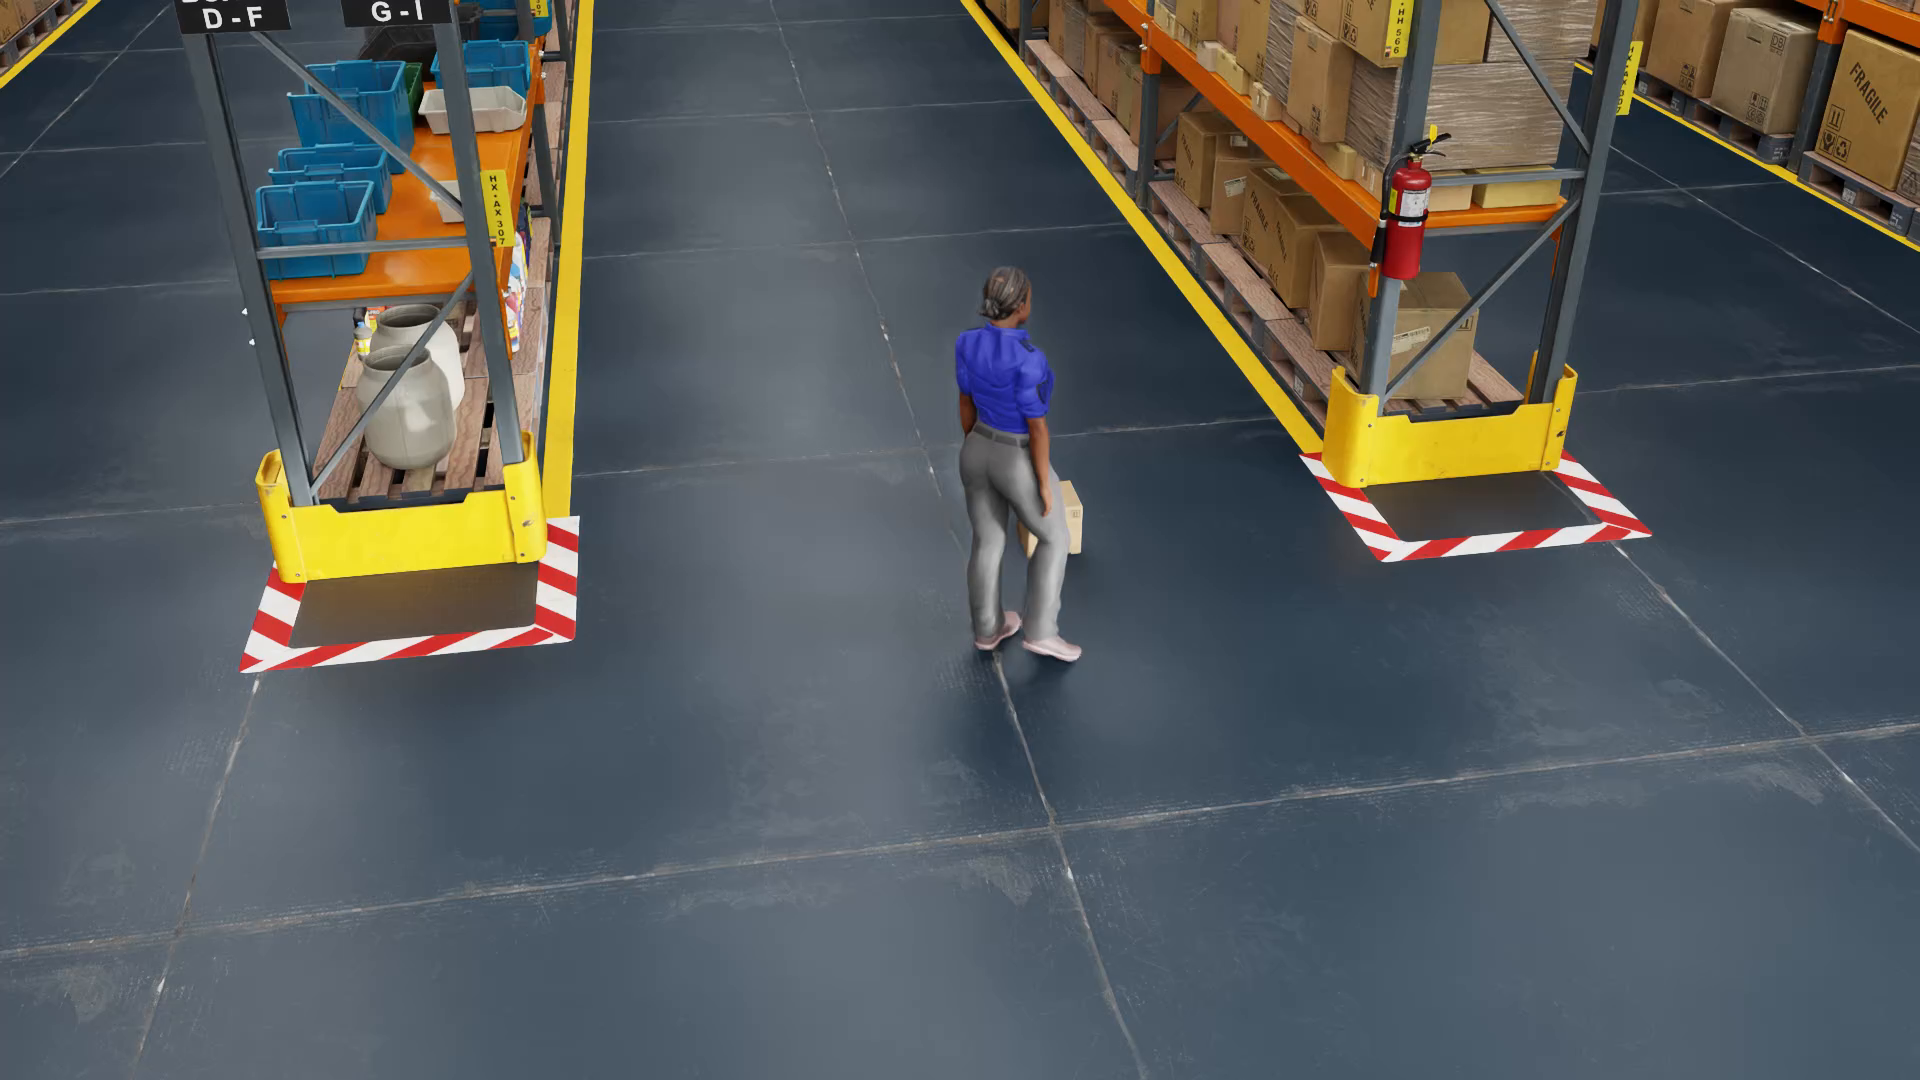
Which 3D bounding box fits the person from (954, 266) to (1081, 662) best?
[{"bbox_3d":[0.233,-0.270,6.610,0.555,1.703,0.344,22,37,32],"label":"person"}]
